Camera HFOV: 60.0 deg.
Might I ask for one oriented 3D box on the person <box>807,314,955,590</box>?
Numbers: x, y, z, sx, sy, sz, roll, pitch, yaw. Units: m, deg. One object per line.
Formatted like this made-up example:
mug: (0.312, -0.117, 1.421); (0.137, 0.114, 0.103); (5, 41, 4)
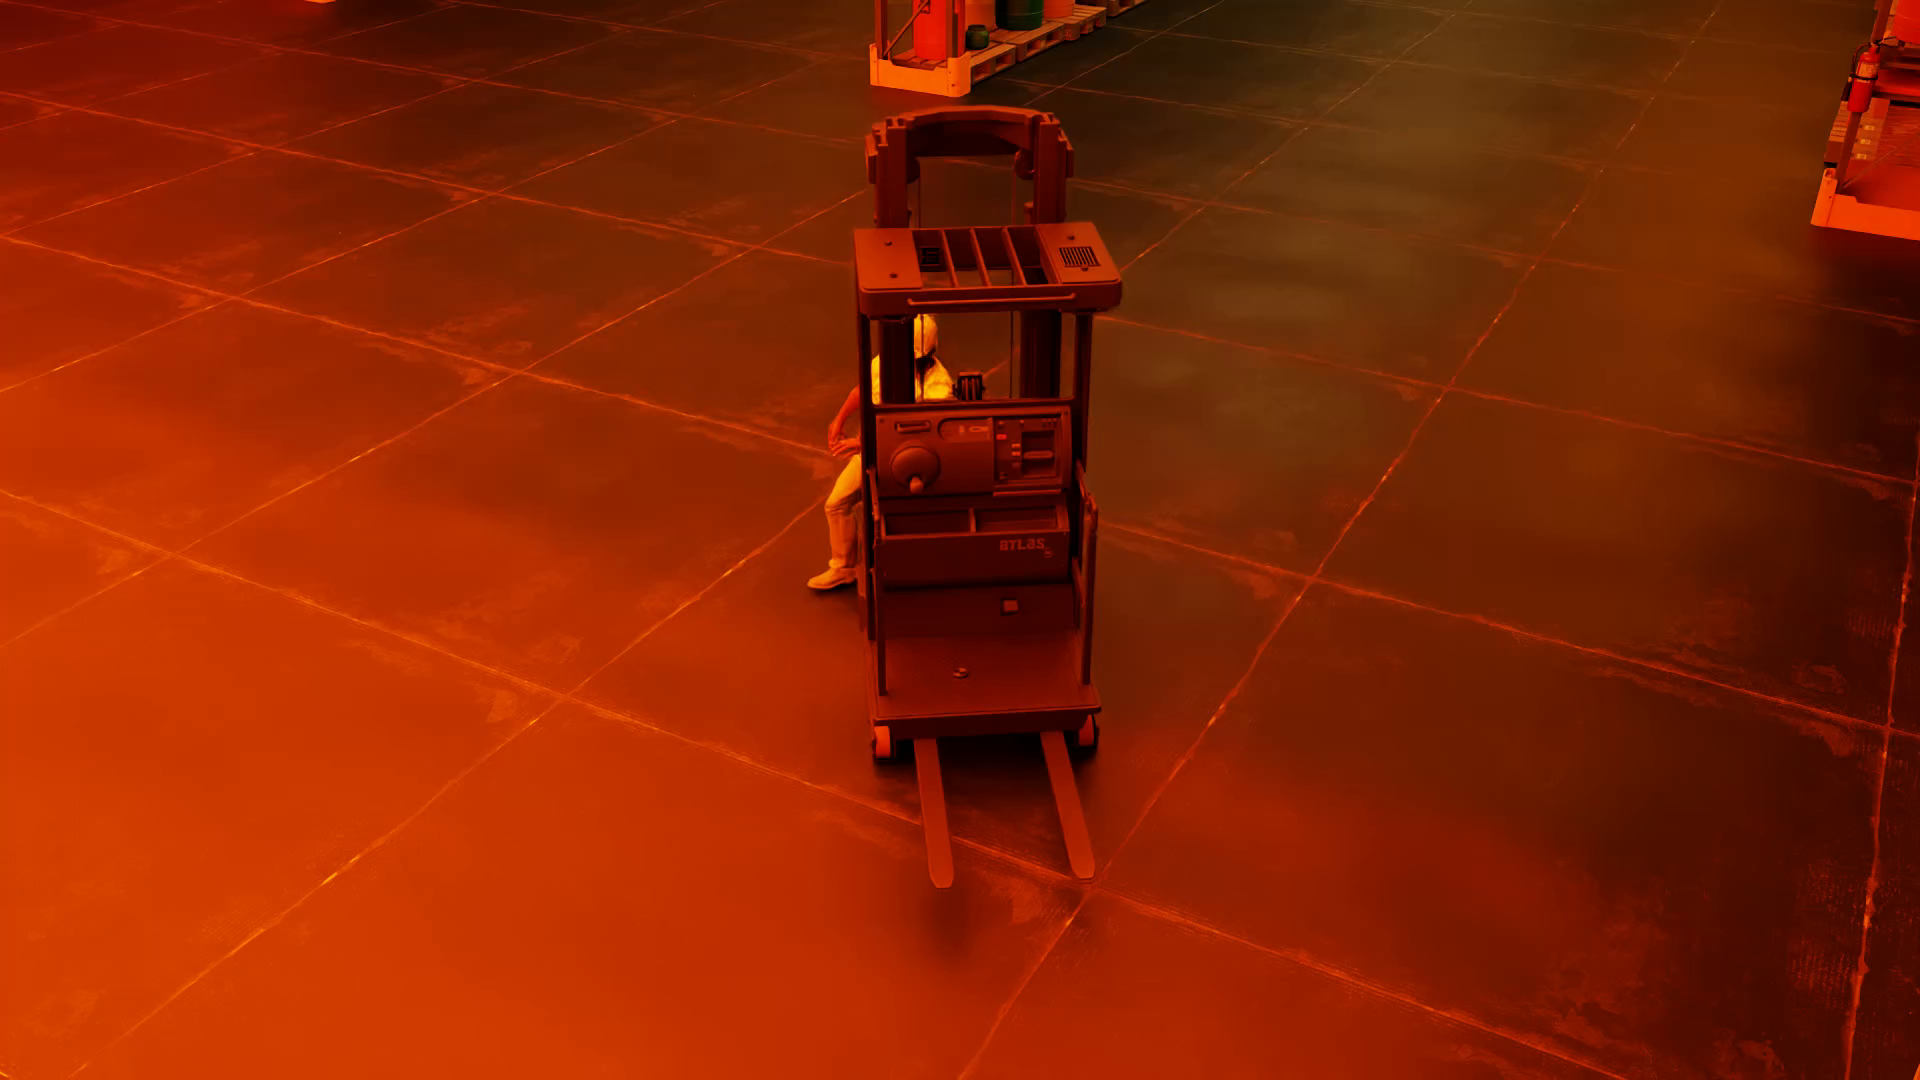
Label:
person: (-0.419, -0.448, 9.132); (0.878, 1.662, 0.876); (20, 35, 31)

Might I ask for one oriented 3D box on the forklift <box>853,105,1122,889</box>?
forklift: (0.091, -0.376, 7.722); (1.130, 2.935, 3.031); (-3, 30, -5)
